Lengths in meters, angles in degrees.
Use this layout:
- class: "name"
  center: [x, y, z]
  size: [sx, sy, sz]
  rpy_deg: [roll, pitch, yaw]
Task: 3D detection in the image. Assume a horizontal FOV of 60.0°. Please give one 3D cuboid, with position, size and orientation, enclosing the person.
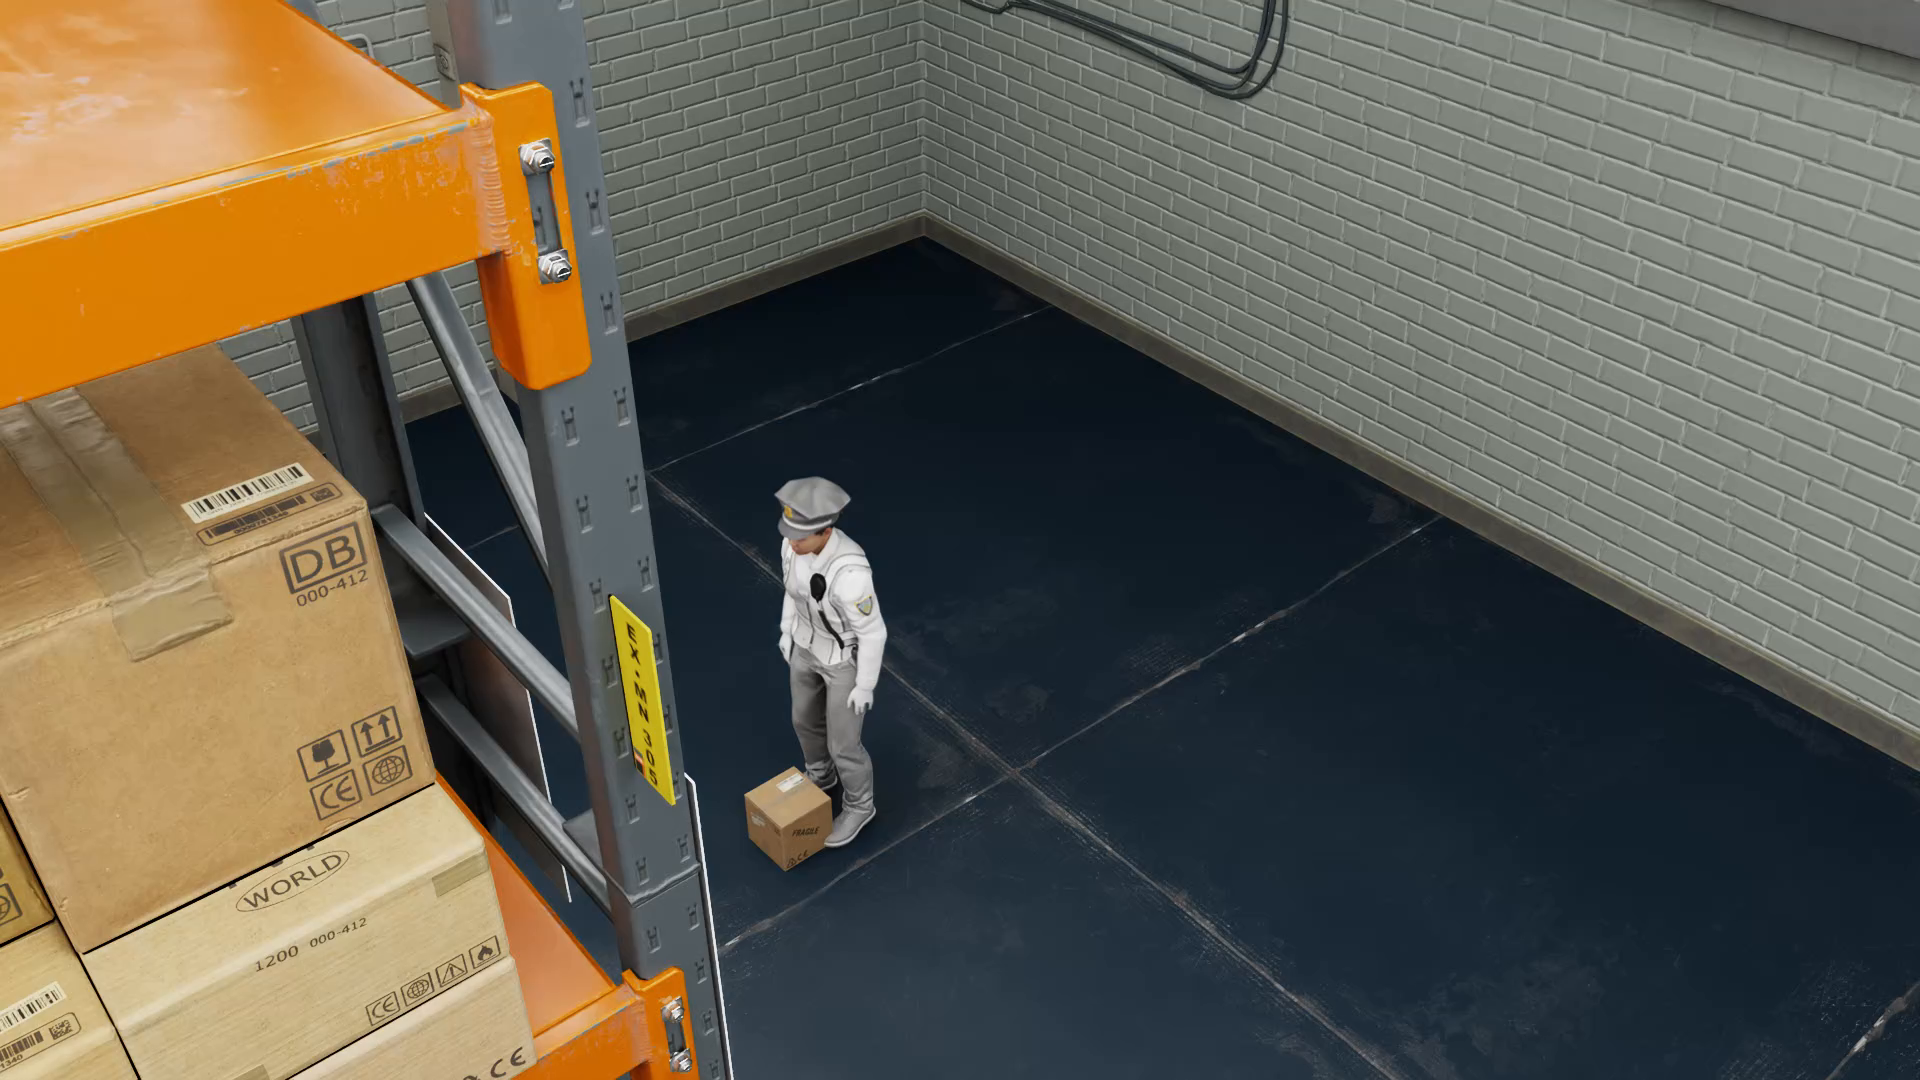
- class: "person"
  center: [-0.507, 0.461, 6.442]
  size: [0.375, 1.662, 0.532]
  rpy_deg: [-29, 45, -33]
